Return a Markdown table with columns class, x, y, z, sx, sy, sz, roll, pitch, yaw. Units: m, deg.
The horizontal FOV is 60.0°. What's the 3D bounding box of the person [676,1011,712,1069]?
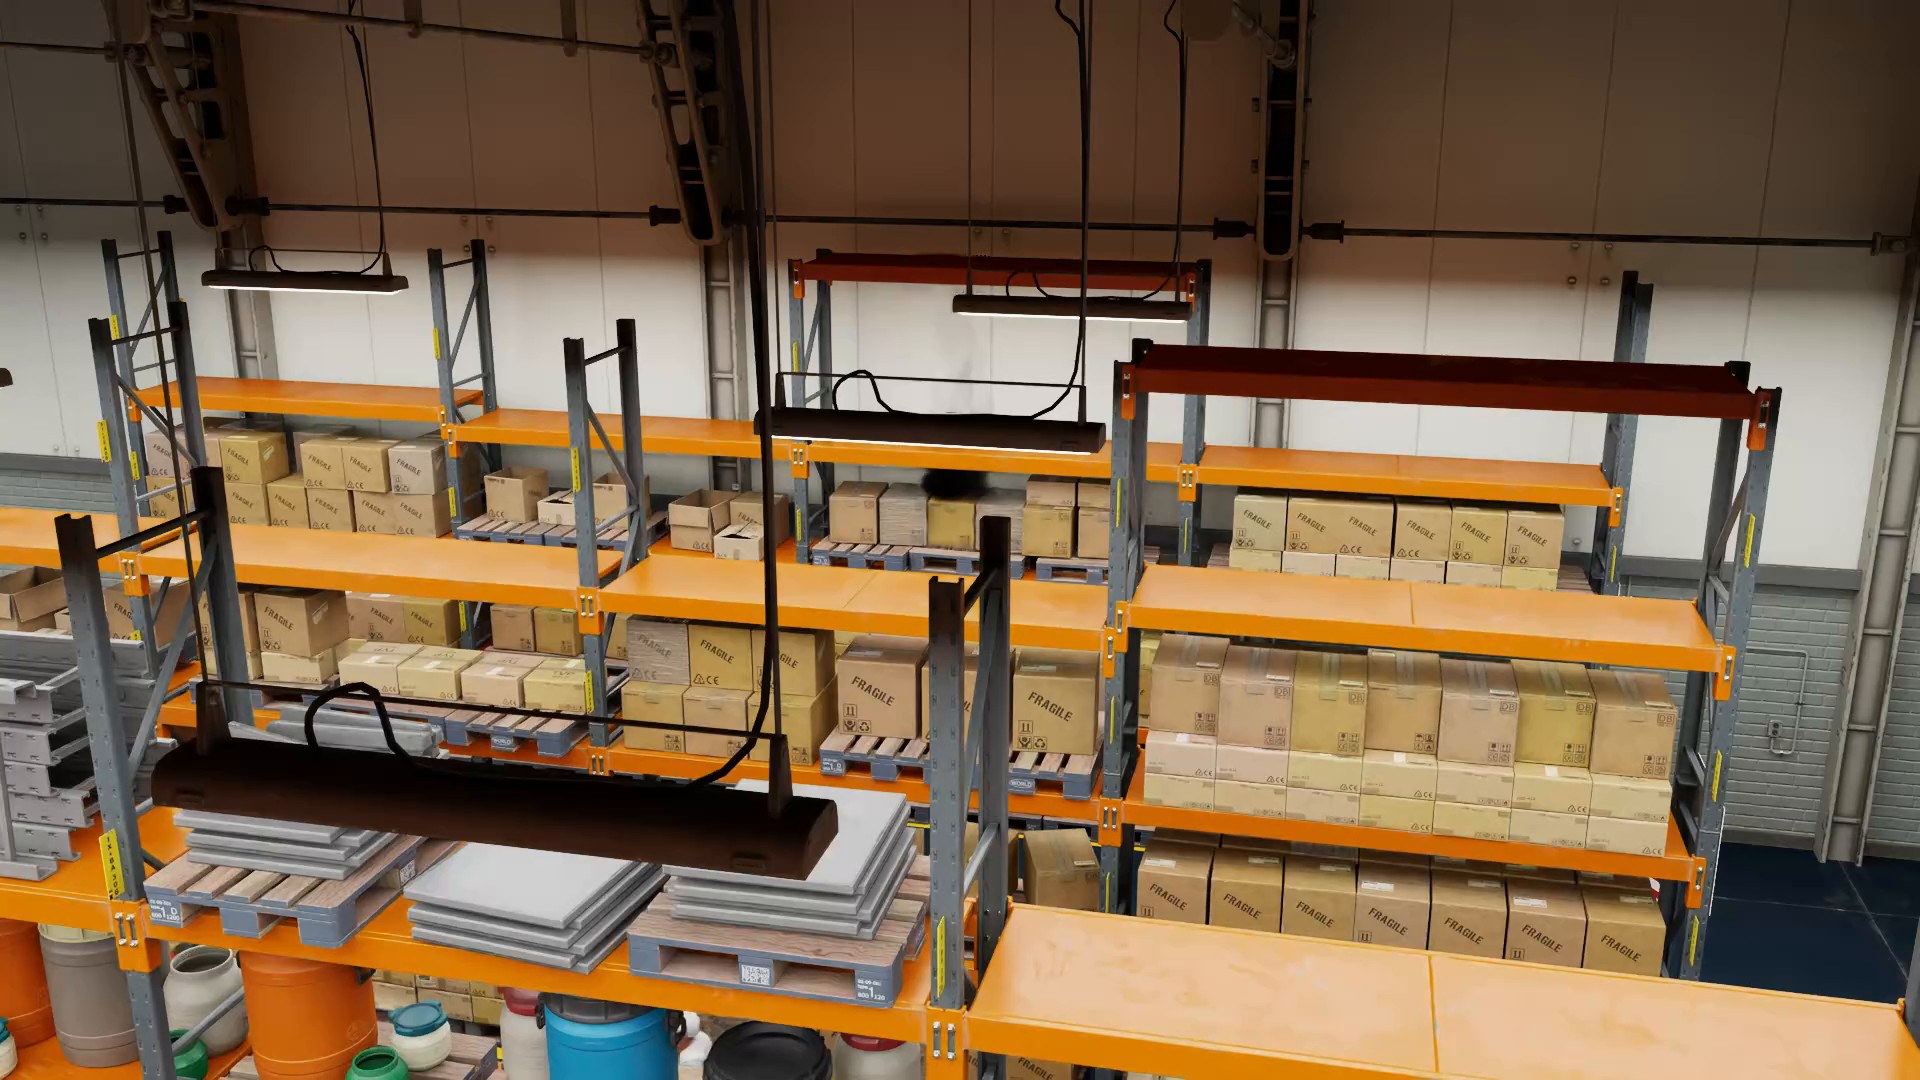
| class | x | y | z | sx | sy | sz | roll | pitch | yaw |
| --- | --- | --- | --- | --- | --- | --- | --- | --- | --- |
| person | -1.775 | 4.016 | 11.473 | 1.028 | 1.775 | 0.684 | 1 | 16 | 2 |
